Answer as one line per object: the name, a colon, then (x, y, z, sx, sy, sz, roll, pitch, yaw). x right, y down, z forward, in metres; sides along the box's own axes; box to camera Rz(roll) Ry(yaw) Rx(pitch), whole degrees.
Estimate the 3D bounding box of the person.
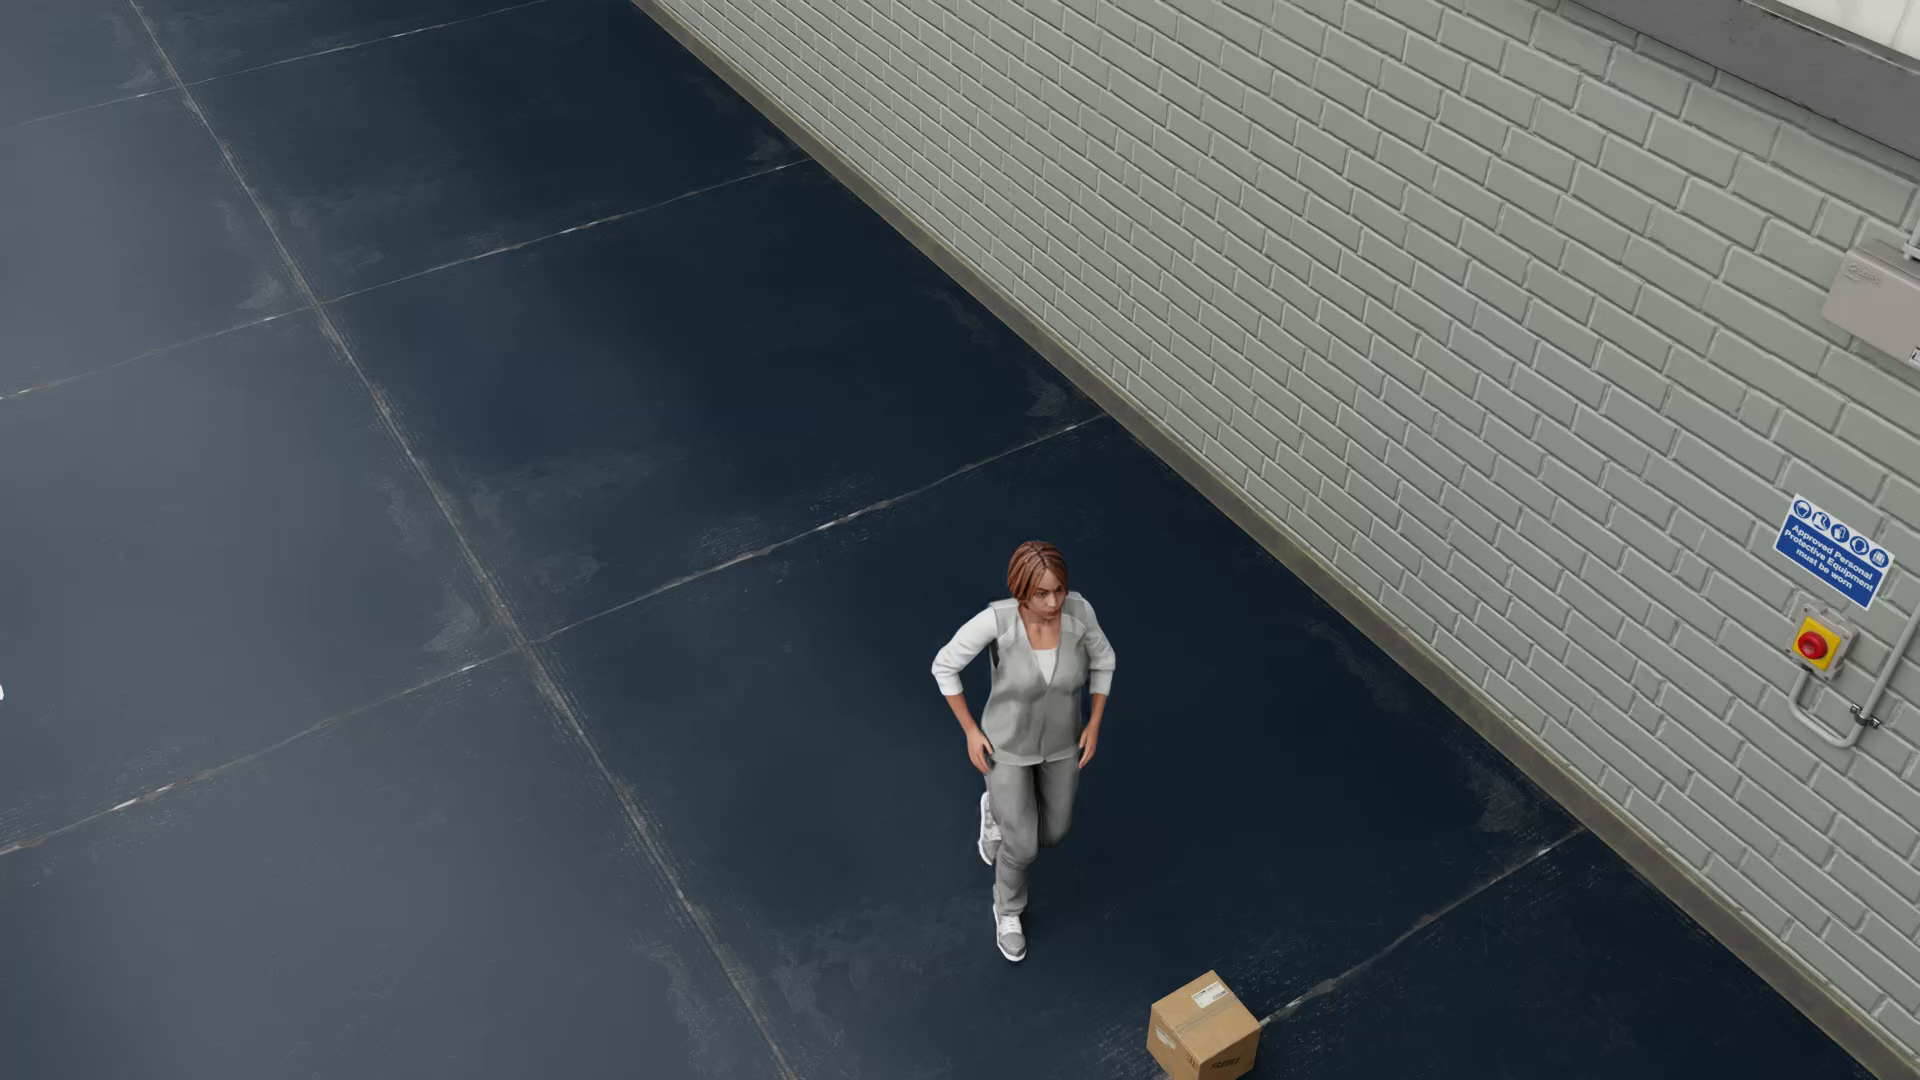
person: (0.240, 0.658, 5.449, 0.592, 1.561, 0.598, -13, 43, -14)
